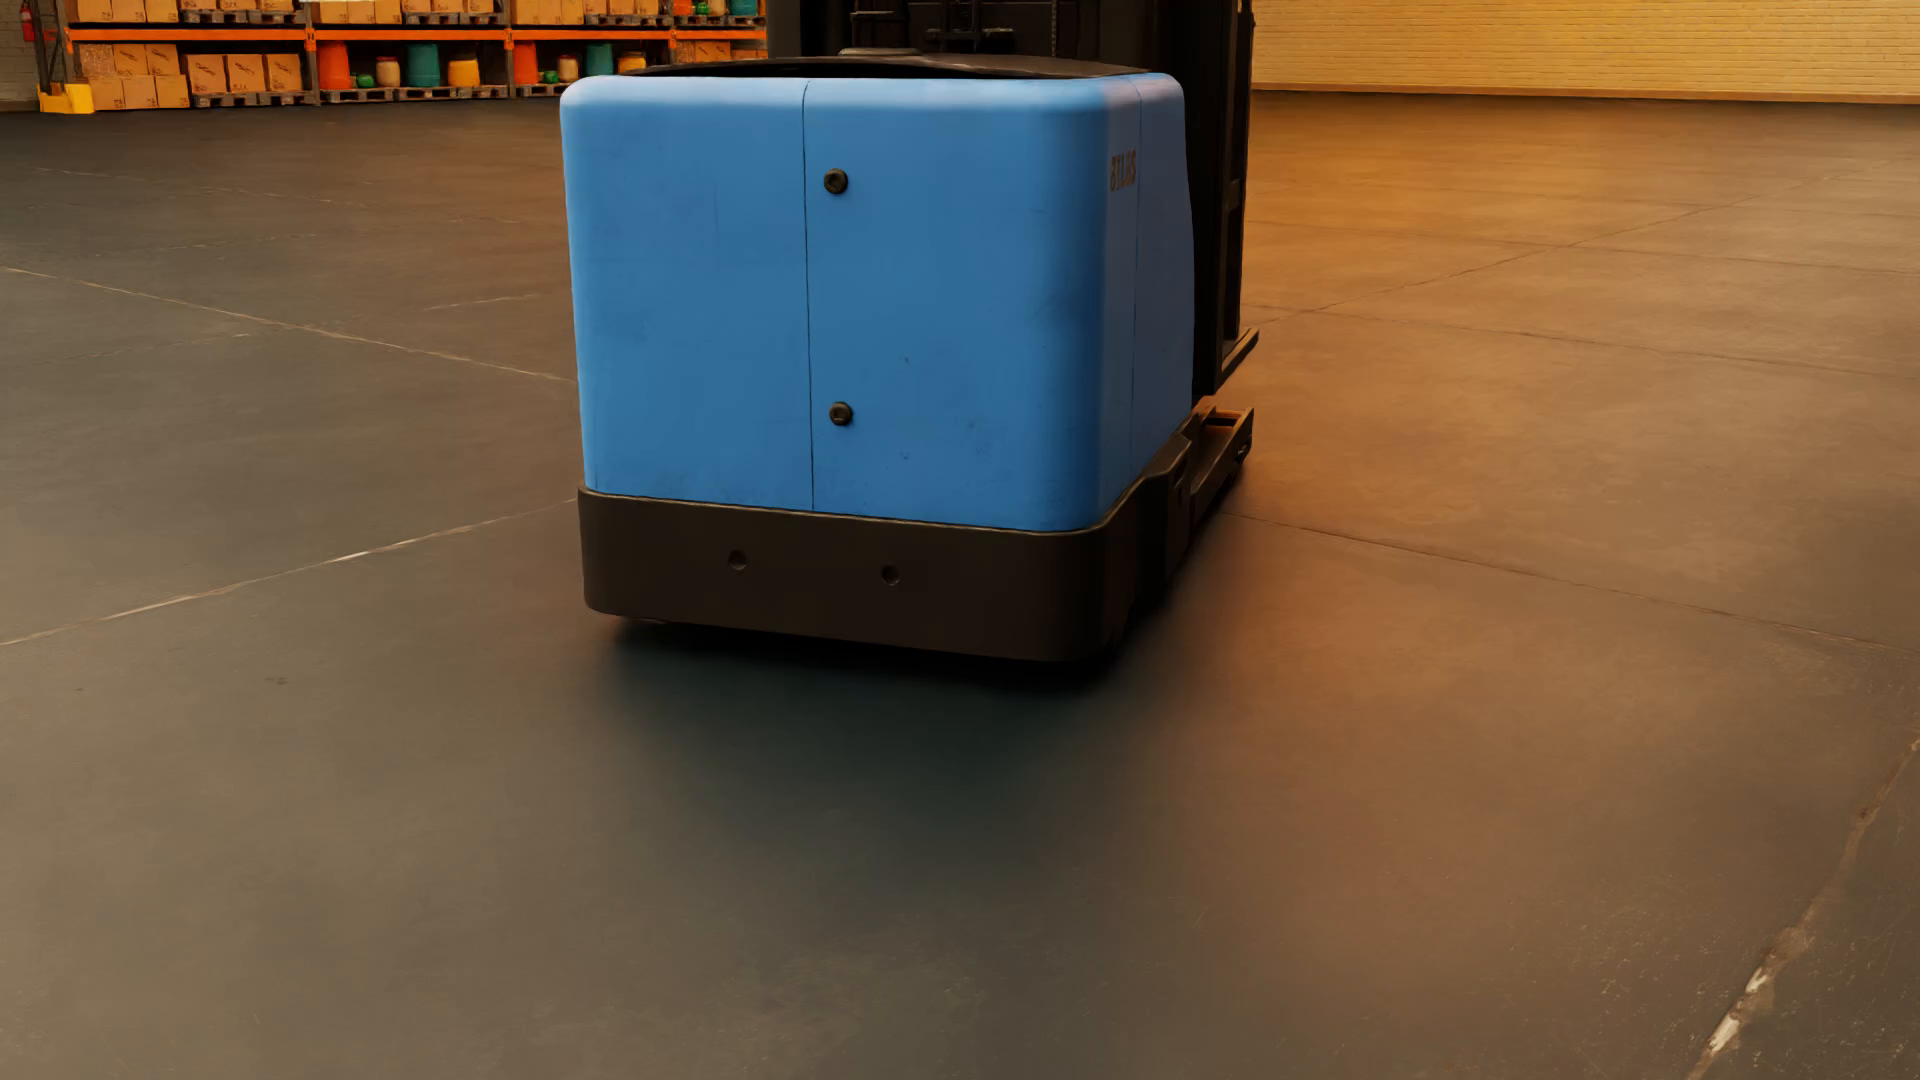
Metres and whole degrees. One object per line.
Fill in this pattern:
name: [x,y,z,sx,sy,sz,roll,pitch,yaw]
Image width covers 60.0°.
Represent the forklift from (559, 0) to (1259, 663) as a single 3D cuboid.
forklift: [0.182,-1.571,4.072,1.130,2.935,3.031,5,18,17]
